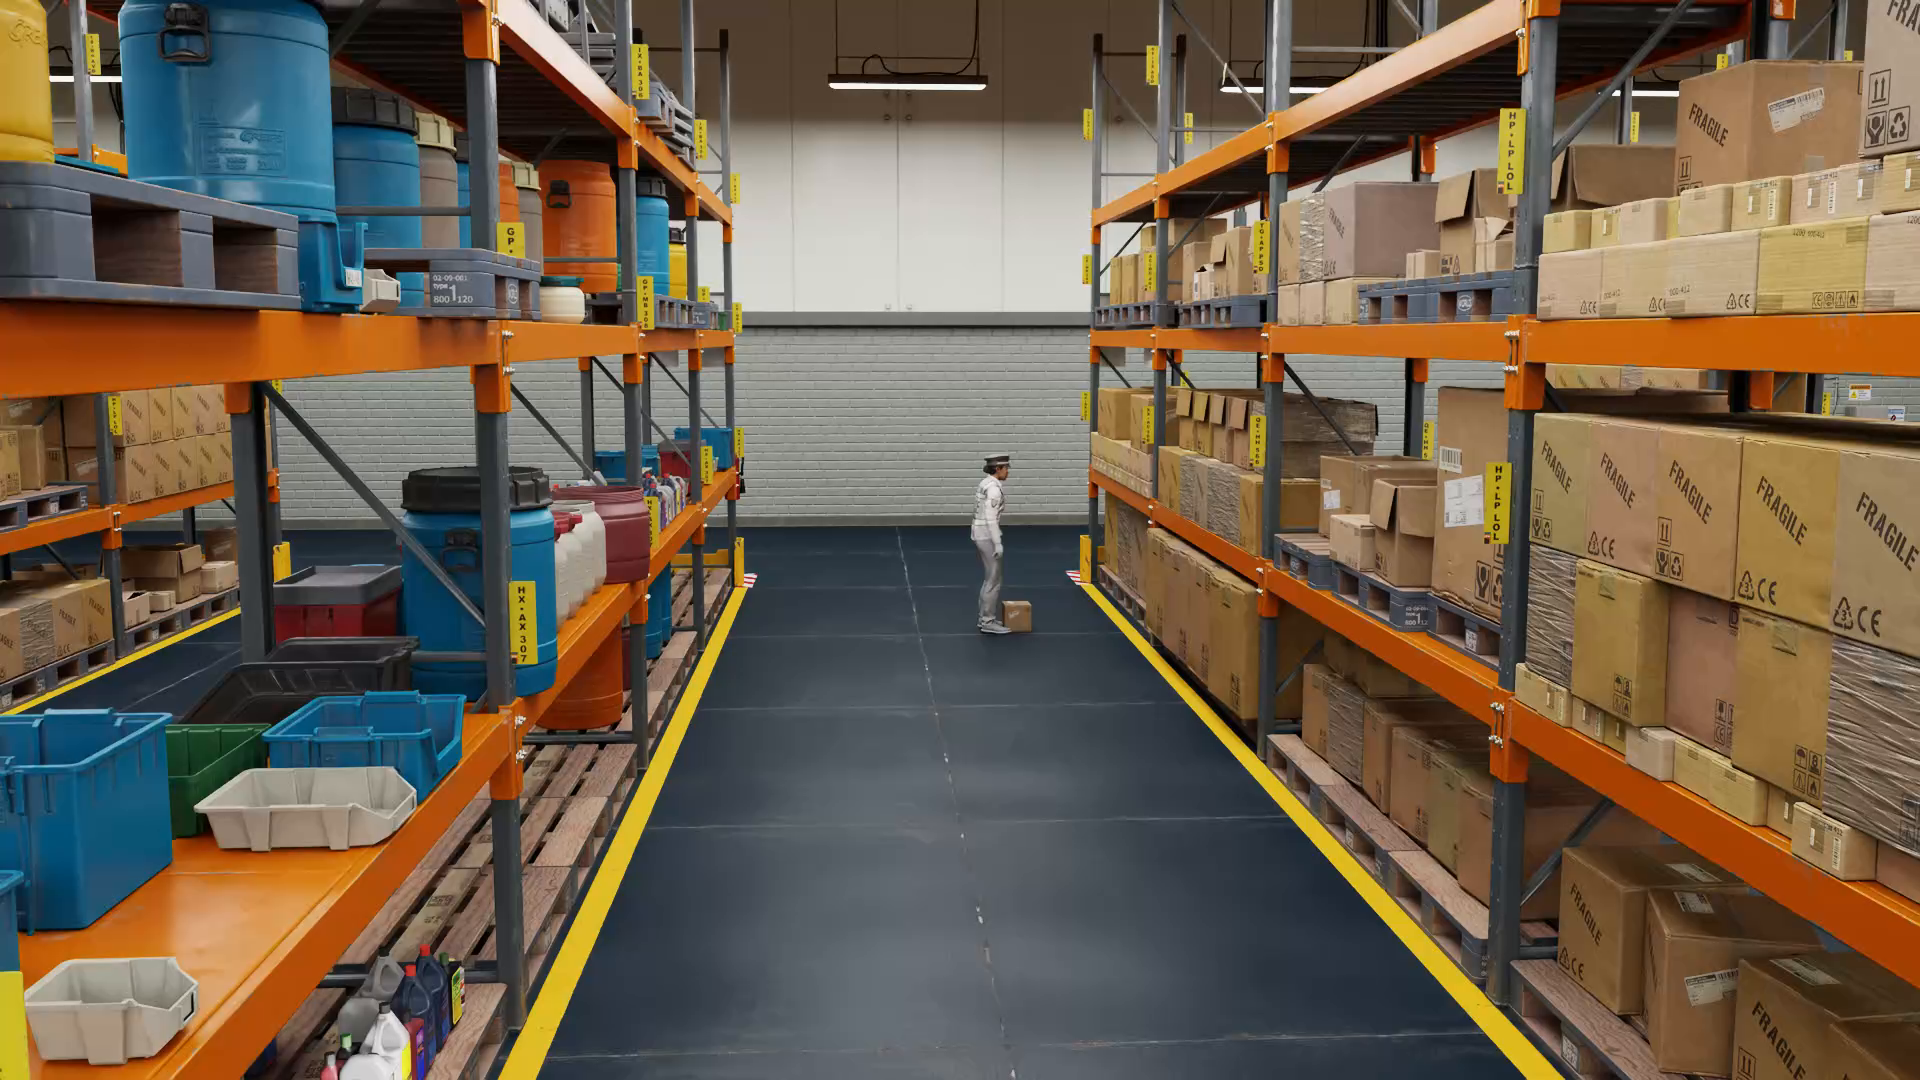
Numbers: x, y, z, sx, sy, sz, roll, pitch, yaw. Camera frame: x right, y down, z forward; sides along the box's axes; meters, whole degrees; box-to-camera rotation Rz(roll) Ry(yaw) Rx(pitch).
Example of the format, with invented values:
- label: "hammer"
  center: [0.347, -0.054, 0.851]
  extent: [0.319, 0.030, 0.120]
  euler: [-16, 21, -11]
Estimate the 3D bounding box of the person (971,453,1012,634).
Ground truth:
- label: "person"
  center: [0.299, 0.021, 15.568]
  extent: [0.377, 1.663, 0.539]
  euler: [-1, 7, -5]
